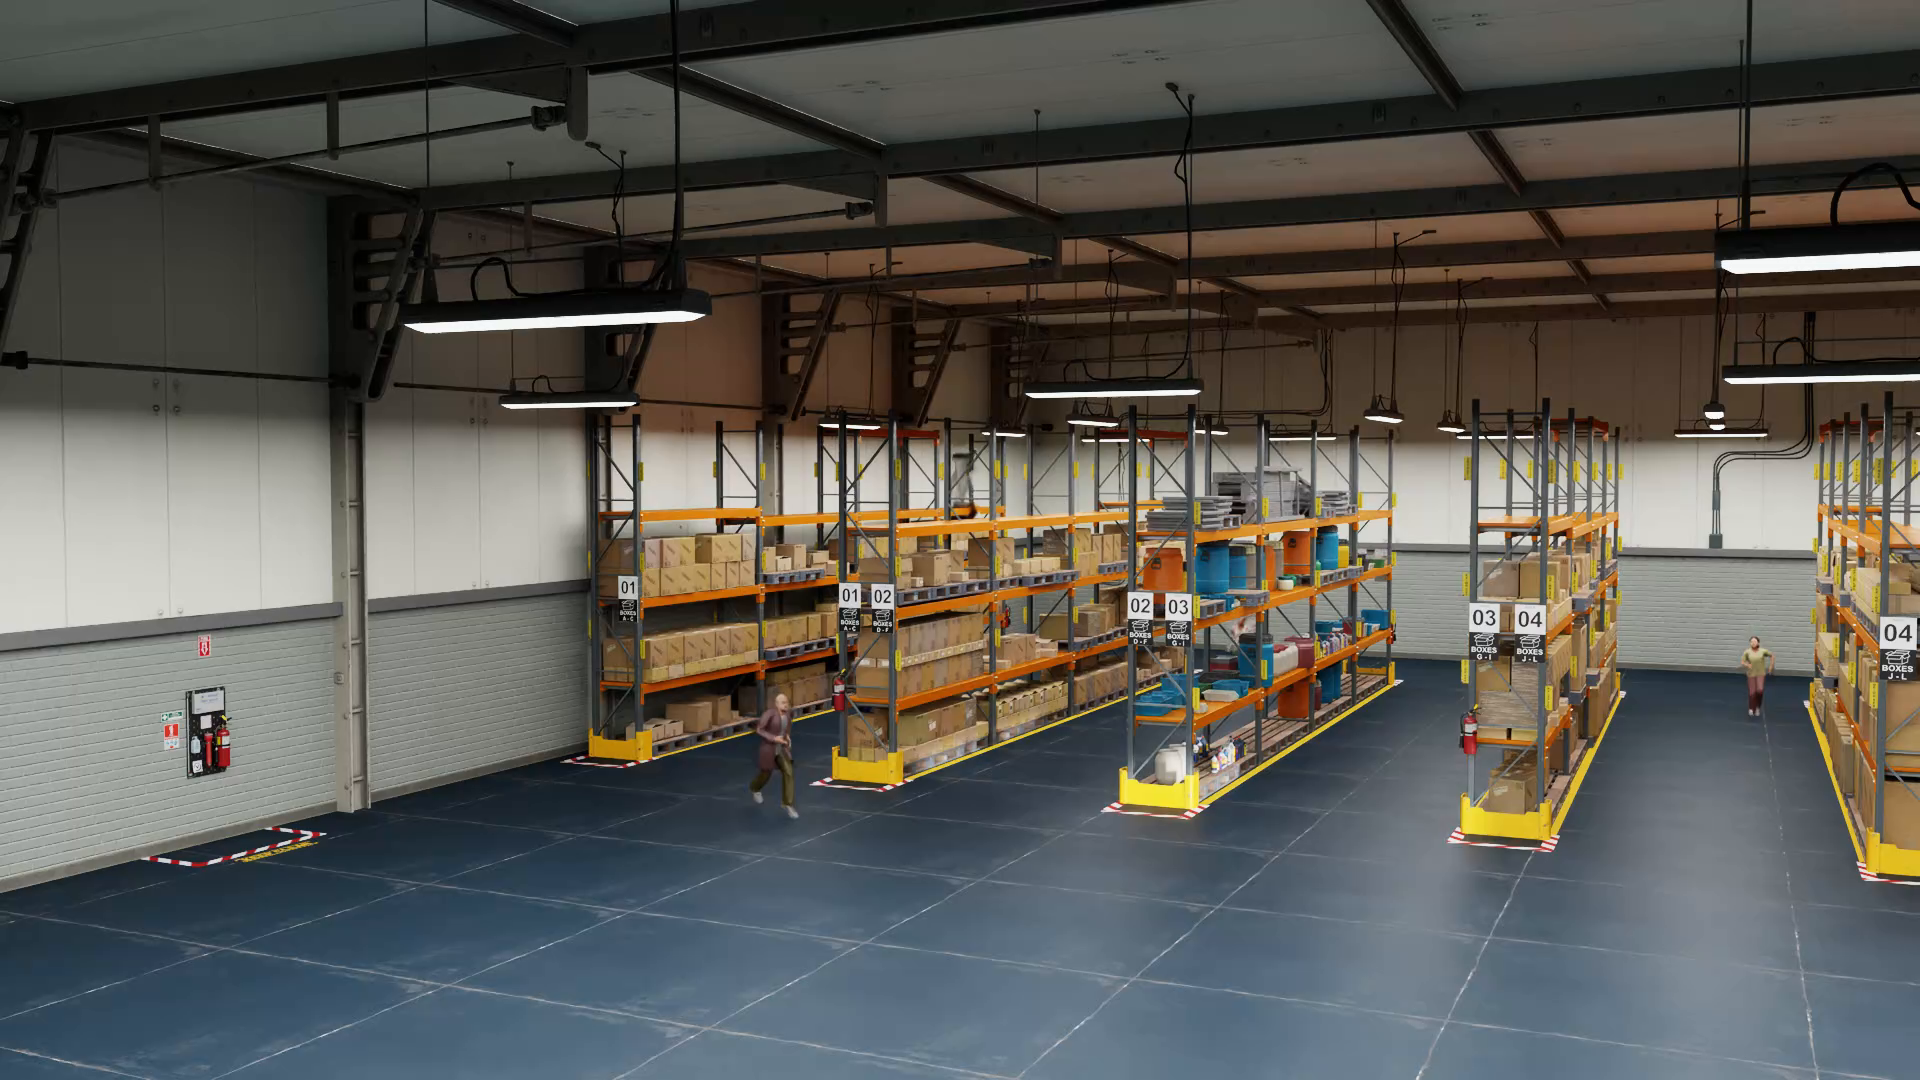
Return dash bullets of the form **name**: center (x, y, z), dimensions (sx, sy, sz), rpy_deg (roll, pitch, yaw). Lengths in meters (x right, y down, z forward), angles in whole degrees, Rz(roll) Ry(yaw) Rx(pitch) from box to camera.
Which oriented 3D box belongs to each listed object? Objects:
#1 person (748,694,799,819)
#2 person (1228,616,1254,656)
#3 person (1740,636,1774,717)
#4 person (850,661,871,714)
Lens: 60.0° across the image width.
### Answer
- **person**: center (-2.747, 3.127, 24.357), dimensions (0.711, 1.786, 1.179), rpy_deg (-2, 3, -38)
- **person**: center (6.457, 2.558, 38.109), dimensions (0.633, 1.764, 0.910), rpy_deg (1, 3, 22)
- **person**: center (16.203, 2.769, 33.818), dimensions (0.589, 1.625, 0.809), rpy_deg (1, 3, 32)
- **person**: center (-1.880, 2.915, 32.065), dimensions (0.591, 1.563, 0.669), rpy_deg (0, 2, 8)
